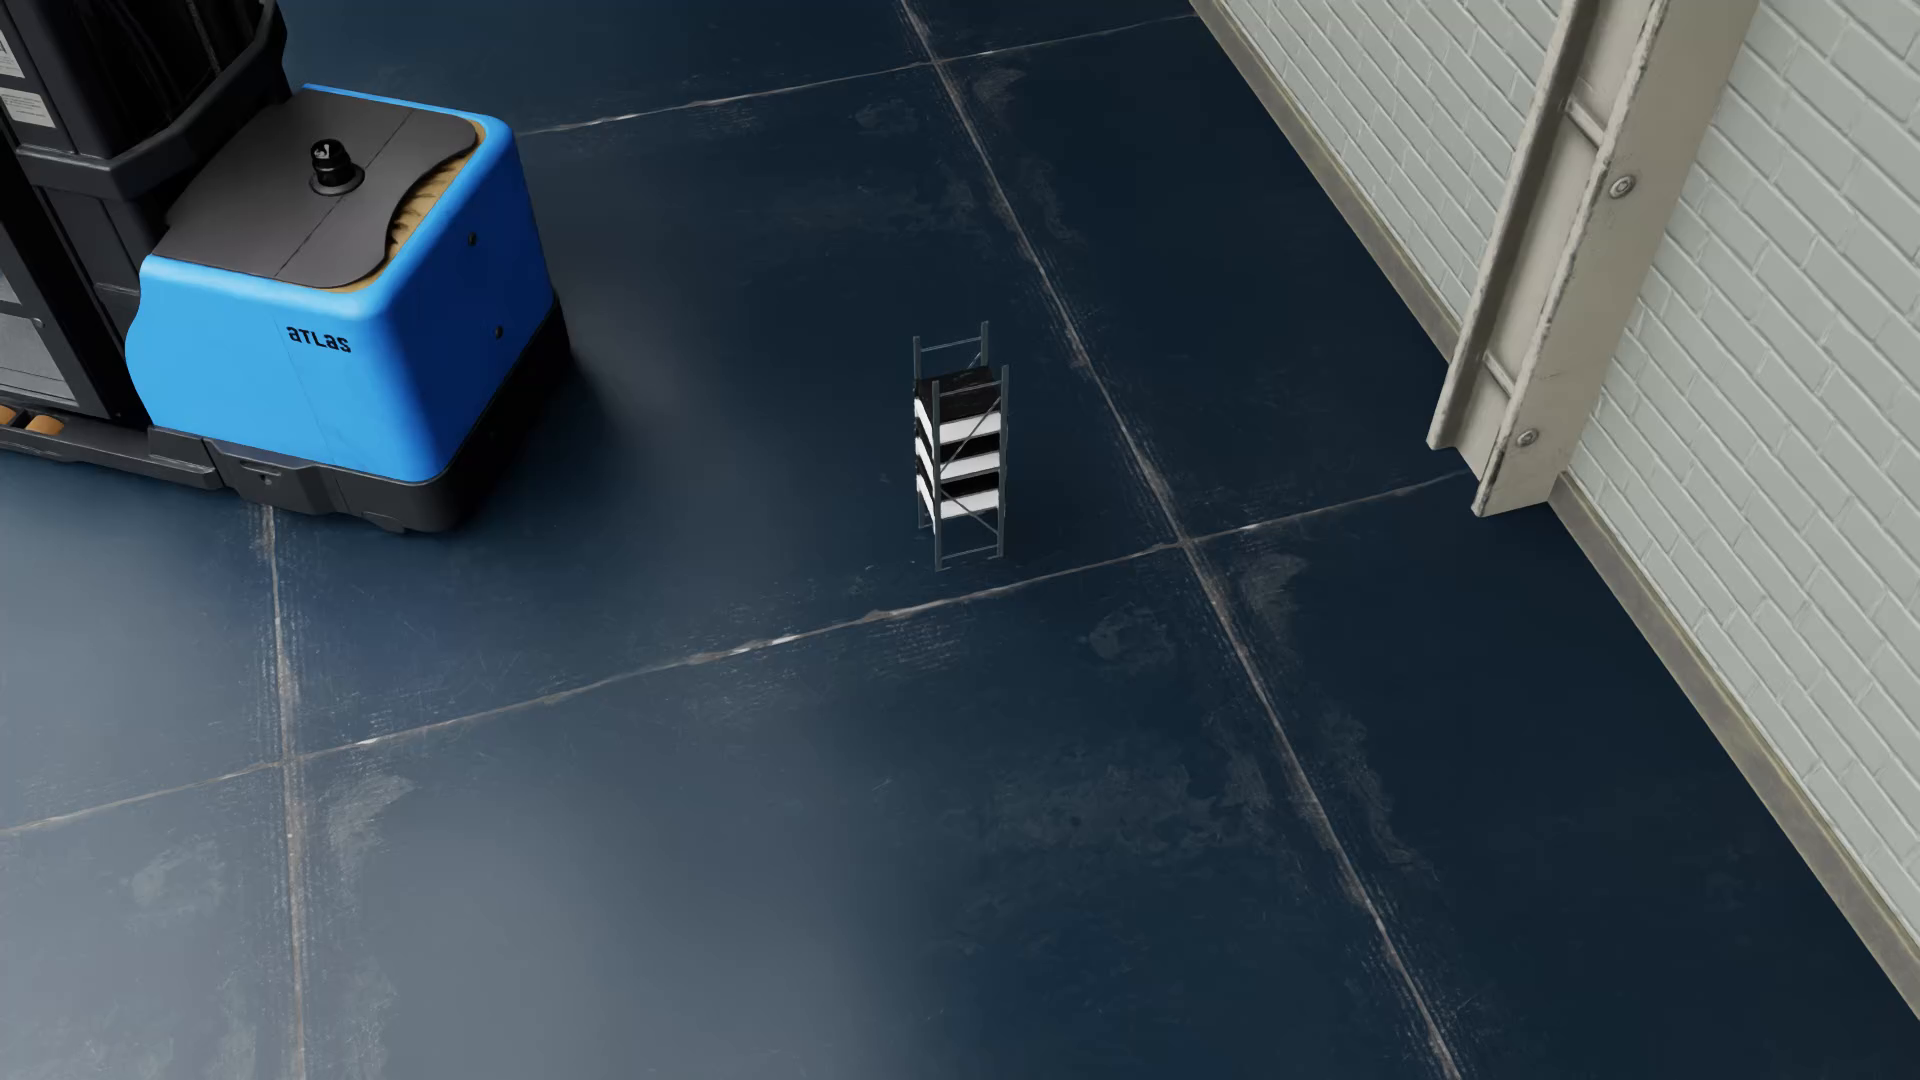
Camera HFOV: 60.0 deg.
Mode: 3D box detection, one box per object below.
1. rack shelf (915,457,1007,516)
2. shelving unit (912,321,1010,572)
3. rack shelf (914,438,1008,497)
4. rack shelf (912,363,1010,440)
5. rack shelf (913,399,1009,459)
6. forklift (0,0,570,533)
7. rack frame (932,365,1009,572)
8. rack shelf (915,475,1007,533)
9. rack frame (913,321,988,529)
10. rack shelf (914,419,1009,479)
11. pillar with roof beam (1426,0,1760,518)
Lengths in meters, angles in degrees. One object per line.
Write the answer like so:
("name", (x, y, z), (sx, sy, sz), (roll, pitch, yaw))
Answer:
("rack shelf", (0.002, -0.205, 5.495), (0.258, 0.077, 0.200), (-13, 51, -11))
("shelving unit", (0.002, -0.284, 5.401), (0.258, 0.900, 0.210), (-13, 51, -11))
("rack shelf", (0.002, -0.263, 5.426), (0.258, 0.077, 0.200), (-13, 51, -11))
("rack shelf", (0.002, -0.437, 5.220), (0.258, 0.077, 0.200), (-13, 51, -11))
("rack shelf", (0.002, -0.379, 5.289), (0.258, 0.077, 0.200), (-13, 51, -11))
("forklift", (-3.045, -1.608, 5.188), (3.031, 2.935, 1.130), (12, 51, 10))
("rack frame", (0.032, -0.210, 5.338), (0.240, 0.900, 0.006), (-13, 51, -11))
("rack shelf", (0.002, -0.147, 5.564), (0.258, 0.077, 0.200), (-13, 51, -11))
("rack frame", (-0.028, -0.358, 5.464), (0.240, 0.900, 0.006), (-13, 51, -11))
("rack shelf", (0.002, -0.321, 5.358), (0.258, 0.077, 0.200), (-13, 51, -11))
("pillar with roof beam", (-2.212, -2.184, 1.705), (9.100, 9.000, 0.400), (-13, 51, -11))
